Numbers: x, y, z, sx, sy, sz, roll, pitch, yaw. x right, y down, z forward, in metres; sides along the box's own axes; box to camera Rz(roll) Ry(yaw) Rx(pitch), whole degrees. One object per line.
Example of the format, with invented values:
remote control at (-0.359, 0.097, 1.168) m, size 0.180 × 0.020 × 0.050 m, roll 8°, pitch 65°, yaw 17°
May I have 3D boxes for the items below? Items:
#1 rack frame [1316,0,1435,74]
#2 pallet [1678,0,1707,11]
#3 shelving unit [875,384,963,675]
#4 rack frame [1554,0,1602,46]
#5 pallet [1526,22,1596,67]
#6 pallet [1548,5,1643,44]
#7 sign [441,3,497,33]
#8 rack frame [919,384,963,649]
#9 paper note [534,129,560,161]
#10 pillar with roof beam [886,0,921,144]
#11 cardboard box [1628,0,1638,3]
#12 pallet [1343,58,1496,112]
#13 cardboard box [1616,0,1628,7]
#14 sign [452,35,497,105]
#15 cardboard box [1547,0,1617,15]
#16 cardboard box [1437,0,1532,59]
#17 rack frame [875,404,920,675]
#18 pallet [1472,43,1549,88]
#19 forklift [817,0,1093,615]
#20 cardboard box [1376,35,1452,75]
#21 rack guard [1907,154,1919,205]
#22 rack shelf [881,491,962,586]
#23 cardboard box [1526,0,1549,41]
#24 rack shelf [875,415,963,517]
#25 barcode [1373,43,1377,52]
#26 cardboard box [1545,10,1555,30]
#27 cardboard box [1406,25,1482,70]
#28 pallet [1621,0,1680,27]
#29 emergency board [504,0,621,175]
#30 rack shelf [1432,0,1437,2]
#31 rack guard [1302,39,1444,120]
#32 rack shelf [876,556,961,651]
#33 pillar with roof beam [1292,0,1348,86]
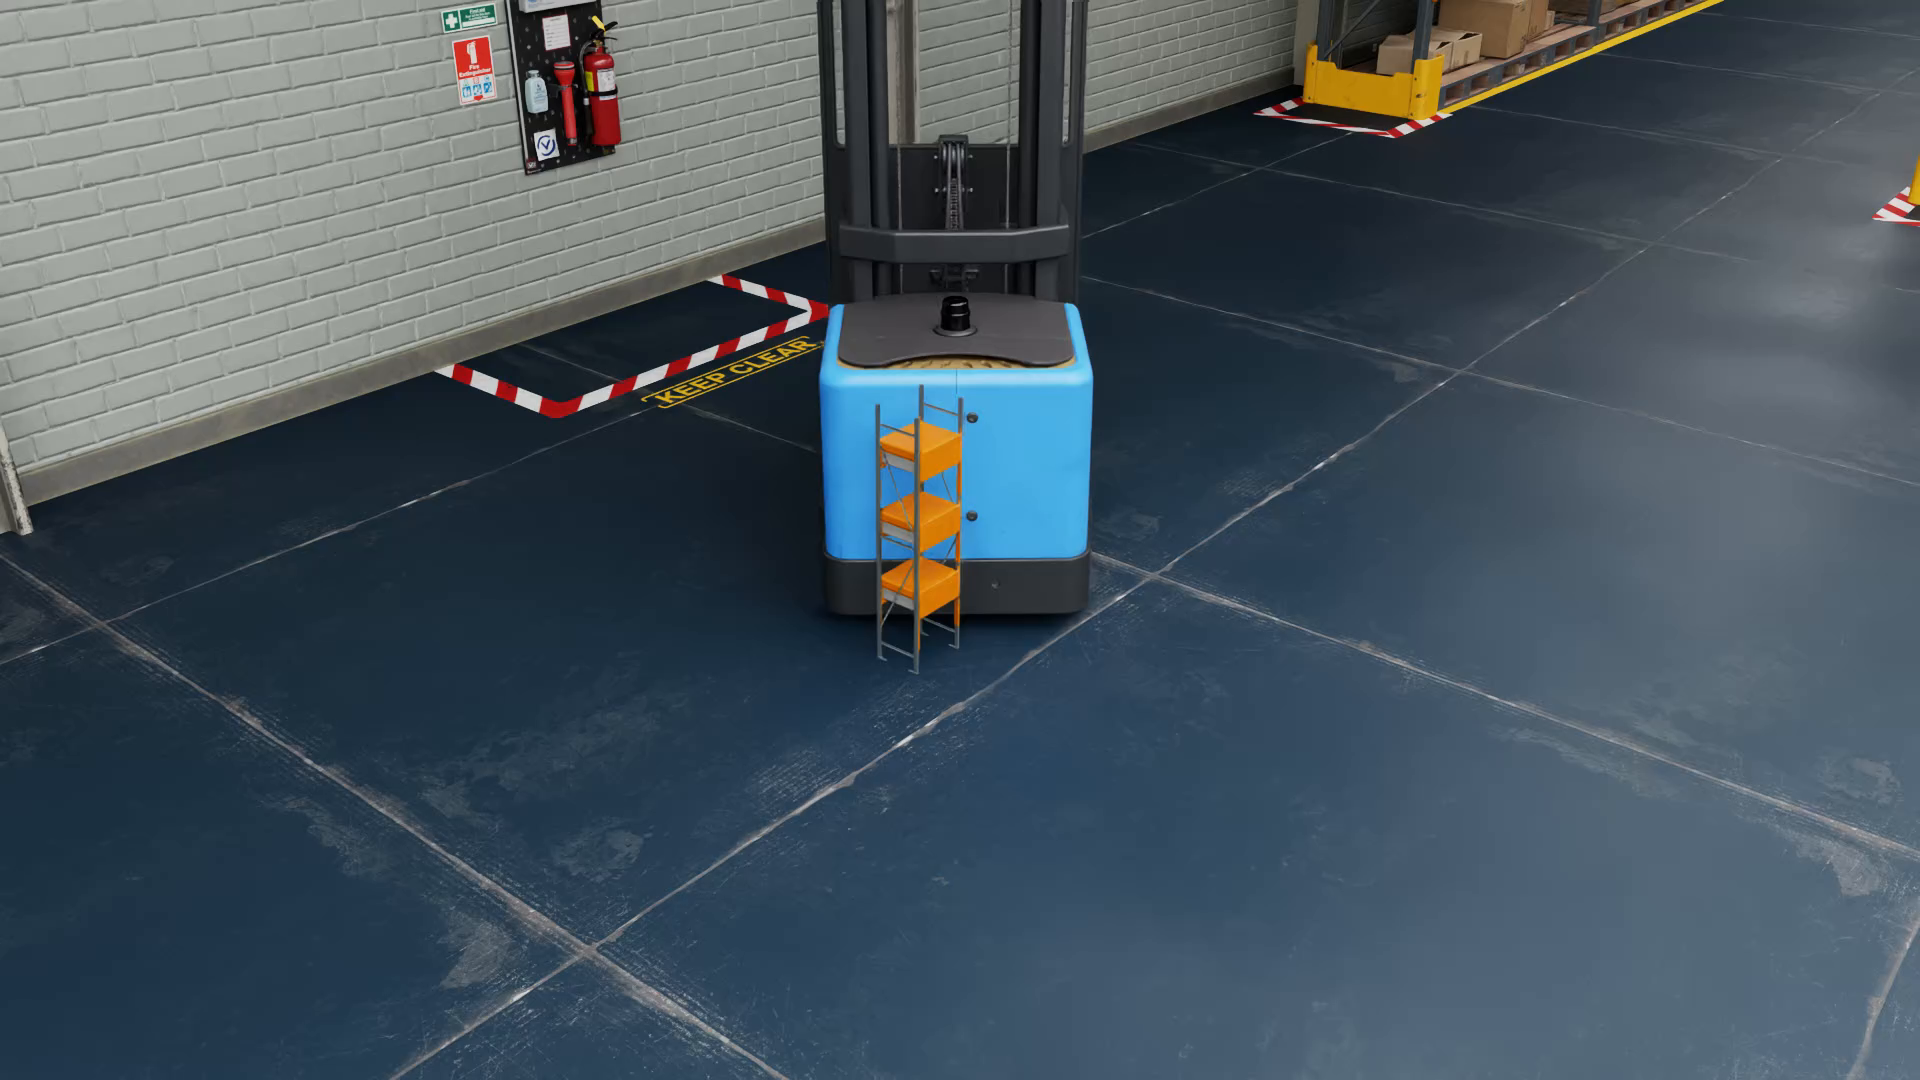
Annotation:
rack frame at (3.533, -5.100, 13.843) m, size 1.000 × 3.000 × 0.127 m, roll 21°, pitch 34°, yaw 34°
pallet at (8.123, -6.421, 19.432) m, size 1.003 × 0.211 × 1.213 m, roll 21°, pitch 34°, yaw 34°
shelving unit at (-0.152, -0.029, 6.159) m, size 0.215 × 1.050 × 0.252 m, roll 21°, pitch 34°, yaw 33°
rack frame at (6.077, -6.518, 16.584) m, size 1.000 × 3.000 × 0.127 m, roll 21°, pitch 34°, yaw 34°
pallet at (5.677, -5.031, 16.745) m, size 1.003 × 0.211 × 1.213 m, roll 21°, pitch 34°, yaw 34°
pallet at (6.571, -5.556, 17.760) m, size 1.003 × 0.211 × 1.213 m, roll 21°, pitch 34°, yaw 34°
sign at (-2.528, -2.693, 8.575) m, size 0.001 × 0.109 × 0.331 m, roll 21°, pitch 34°, yaw 34°
rack frame at (-0.076, -0.073, 6.244) m, size 0.200 × 1.050 × 0.008 m, roll 21°, pitch 34°, yaw 33°
paper note at (-2.273, -2.174, 9.147) m, size 0.016 × 0.148 × 0.142 m, roll 21°, pitch 34°, yaw 34°
pillar with roof beam at (2.816, -4.880, 6.889) m, size 9.100 × 9.000 × 0.400 m, roll 21°, pitch 34°, yaw 34°
cardboard box at (7.178, -6.236, 18.281) m, size 0.700 × 0.500 × 0.500 m, roll 21°, pitch 34°, yaw 35°
pallet at (4.125, -4.166, 15.073) m, size 1.003 × 0.211 × 1.213 m, roll 21°, pitch 34°, yaw 34°
cardboard box at (6.823, -6.067, 17.954) m, size 0.700 × 0.500 × 0.500 m, roll 20°, pitch 33°, yaw 33°
sign at (-2.538, -2.458, 8.698) m, size 0.001 × 0.329 × 0.234 m, roll 21°, pitch 34°, yaw 34°
cardboard box at (6.533, -5.869, 17.572) m, size 0.700 × 0.500 × 0.500 m, roll 22°, pitch 35°, yaw 36°
cardboard box at (4.910, -4.851, 15.605) m, size 0.700 × 0.500 × 0.500 m, roll 18°, pitch 33°, yaw 31°
rack frame at (-0.228, 0.014, 6.073) m, size 0.200 × 1.050 × 0.008 m, roll 21°, pitch 34°, yaw 33°
pallet at (4.902, -4.596, 15.905) m, size 1.003 × 0.211 × 1.213 m, roll 21°, pitch 34°, yaw 34°
forklift at (-0.035, -1.641, 7.233) m, size 1.130 × 2.935 × 3.031 m, roll 0°, pitch 27°, yaw -1°
cardboard box at (4.043, -4.320, 14.783) m, size 0.500 × 0.311 × 0.500 m, roll 17°, pitch 32°, yaw 29°
rack guard at (7.343, -2.534, 11.605) m, size 1.175 × 0.500 × 0.348 m, roll 21°, pitch 34°, yaw 34°
rack shelf at (-0.152, -0.020, 6.164) m, size 0.215 × 0.259 × 0.240 m, roll 21°, pitch 34°, yaw 33°
cardboard box at (5.448, -5.223, 16.324) m, size 0.500 × 0.500 × 0.500 m, roll 18°, pitch 32°, yaw 31°
rack shelf at (-0.148, -0.271, 6.032) m, size 0.215 × 0.259 × 0.240 m, roll 21°, pitch 34°, yaw 33°
barcode at (3.746, -4.447, 15.019) m, size 0.001 × 0.075 × 0.075 m, roll 21°, pitch 34°, yaw 34°
cardboard box at (5.760, -5.256, 16.751) m, size 0.380 × 0.166 × 0.250 m, roll 16°, pitch 31°, yaw 28°
cardboard box at (4.405, -4.522, 15.174) m, size 0.500 × 0.311 × 0.500 m, roll 24°, pitch 36°, yaw 38°
pallet at (7.347, -5.990, 18.599) m, size 1.003 × 0.211 × 1.213 m, roll 21°, pitch 34°, yaw 34°
emergency board at (-2.107, -2.608, 9.027) m, size 0.194 × 1.169 × 0.643 m, roll 21°, pitch 34°, yaw 34°
rack shelf at (4.805, -5.489, 15.379) m, size 1.077 × 0.370 × 4.000 m, roll 21°, pitch 34°, yaw 34°
rack guard at (3.581, -4.016, 14.469) m, size 1.175 × 0.500 × 0.348 m, roll 21°, pitch 34°, yaw 34°
rack shelf at (-0.157, 0.226, 6.292) m, size 0.215 × 0.259 × 0.240 m, roll 21°, pitch 34°, yaw 33°
pillar with roof beam at (6.633, -7.007, 11.001) m, size 9.100 × 9.000 × 0.400 m, roll 21°, pitch 34°, yaw 34°
